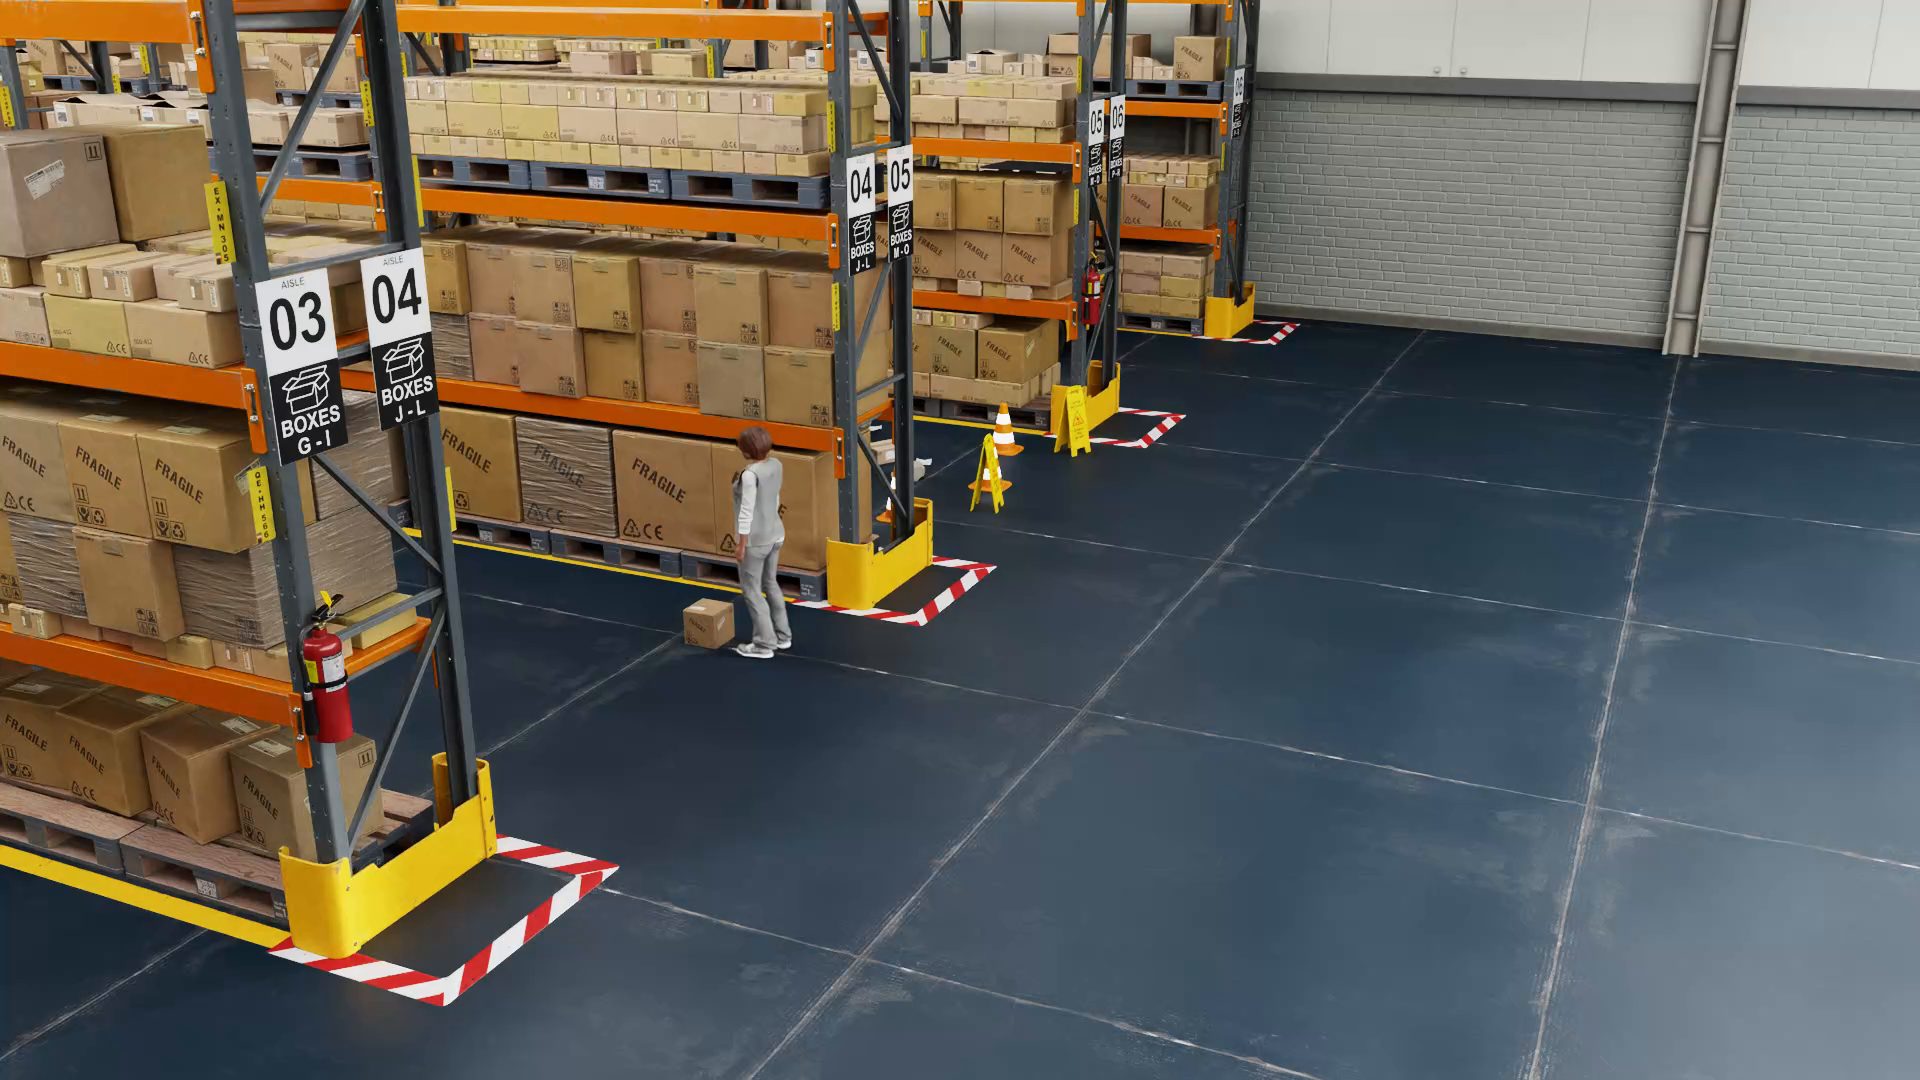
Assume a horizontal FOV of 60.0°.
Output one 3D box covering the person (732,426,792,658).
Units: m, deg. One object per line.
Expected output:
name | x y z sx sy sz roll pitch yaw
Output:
person | -1.335 0.015 11.051 0.307 1.592 0.407 9 21 24
